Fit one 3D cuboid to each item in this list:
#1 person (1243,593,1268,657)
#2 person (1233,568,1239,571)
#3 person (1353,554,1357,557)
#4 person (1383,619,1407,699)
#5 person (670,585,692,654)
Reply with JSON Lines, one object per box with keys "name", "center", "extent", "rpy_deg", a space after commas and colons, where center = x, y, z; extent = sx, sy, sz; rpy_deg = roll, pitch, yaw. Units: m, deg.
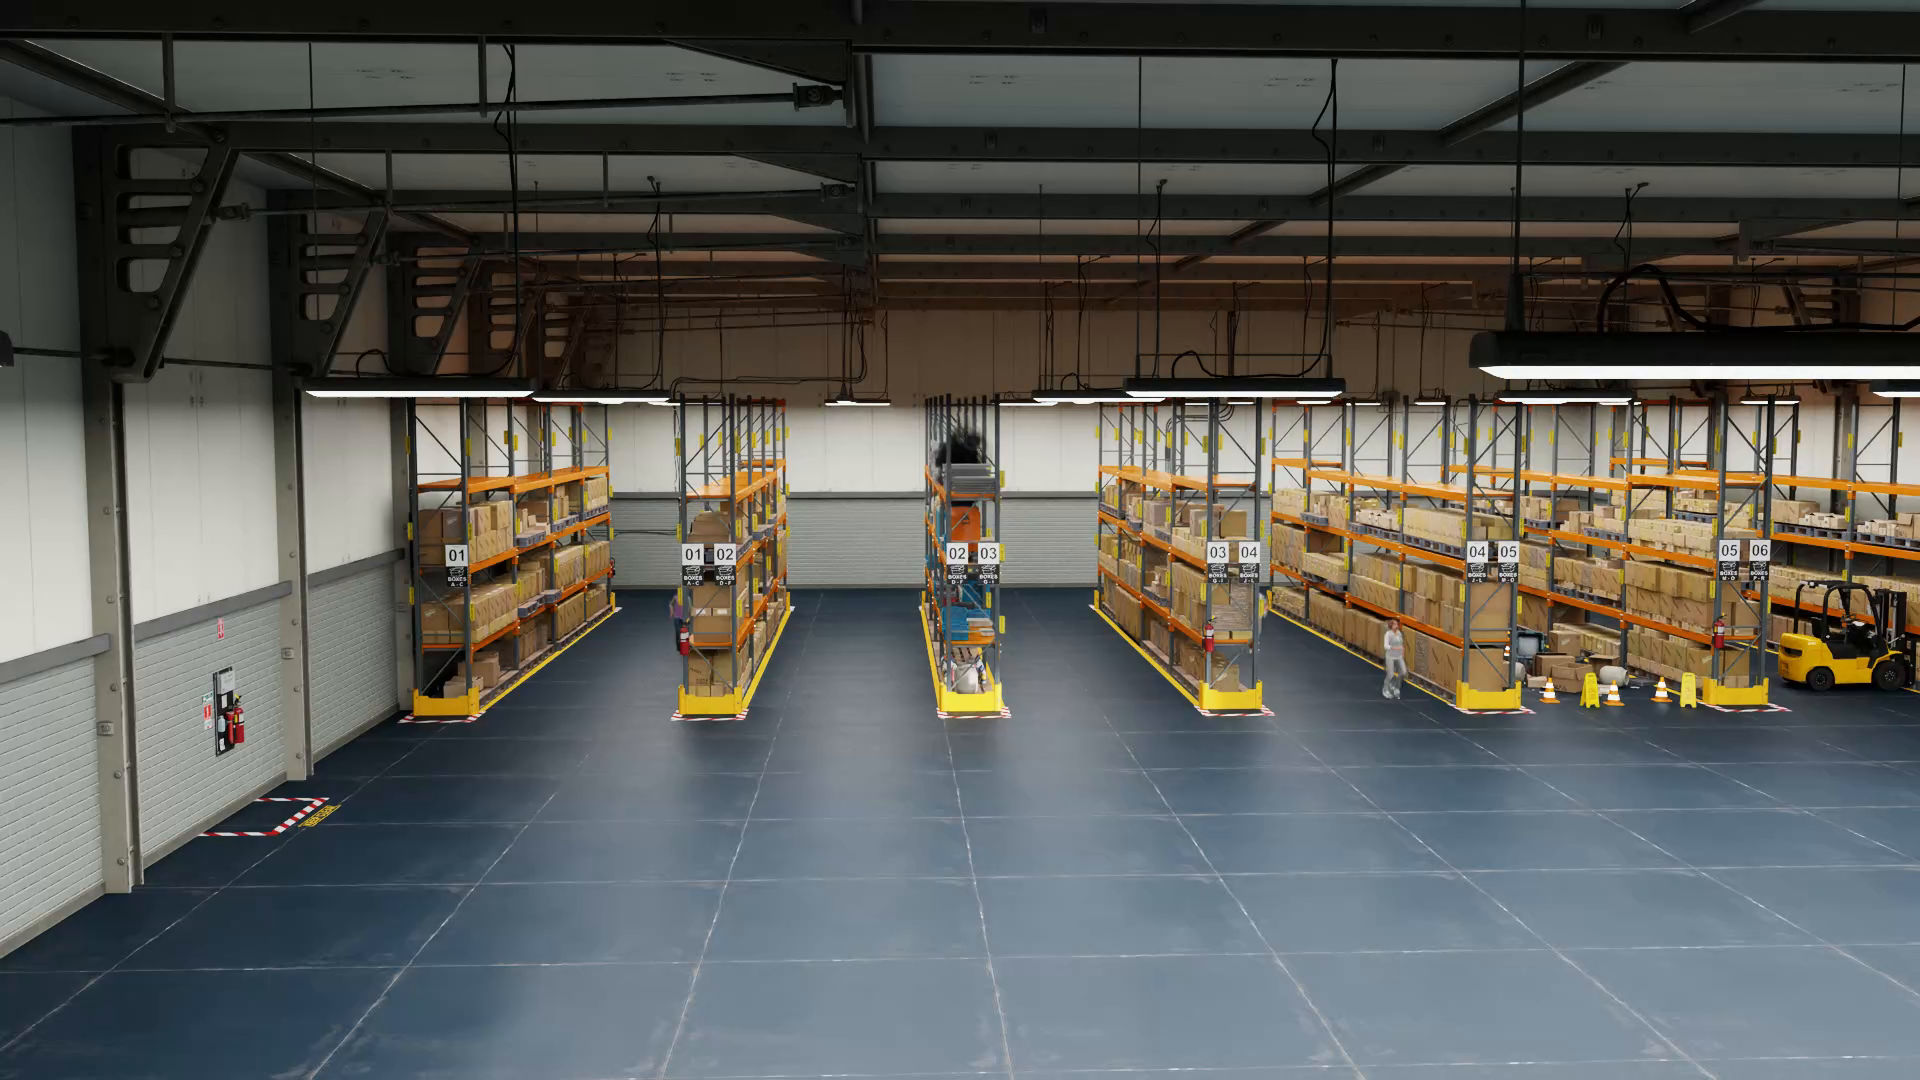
{"name": "person", "center": [6.781, 1.824, 38.276], "extent": [0.668, 1.749, 0.583], "rpy_deg": [-1, 5, -7]}
{"name": "person", "center": [7.627, 1.313, 45.431], "extent": [0.571, 1.625, 0.534], "rpy_deg": [0, 5, -5]}
{"name": "person", "center": [10.882, 1.254, 45.995], "extent": [0.537, 1.746, 0.827], "rpy_deg": [-1, 5, -8]}
{"name": "person", "center": [8.553, 2.338, 32.698], "extent": [0.510, 1.578, 0.644], "rpy_deg": [-2, 5, -19]}
{"name": "person", "center": [-6.517, 1.856, 38.846], "extent": [0.510, 1.607, 0.676], "rpy_deg": [-1, 5, -10]}
